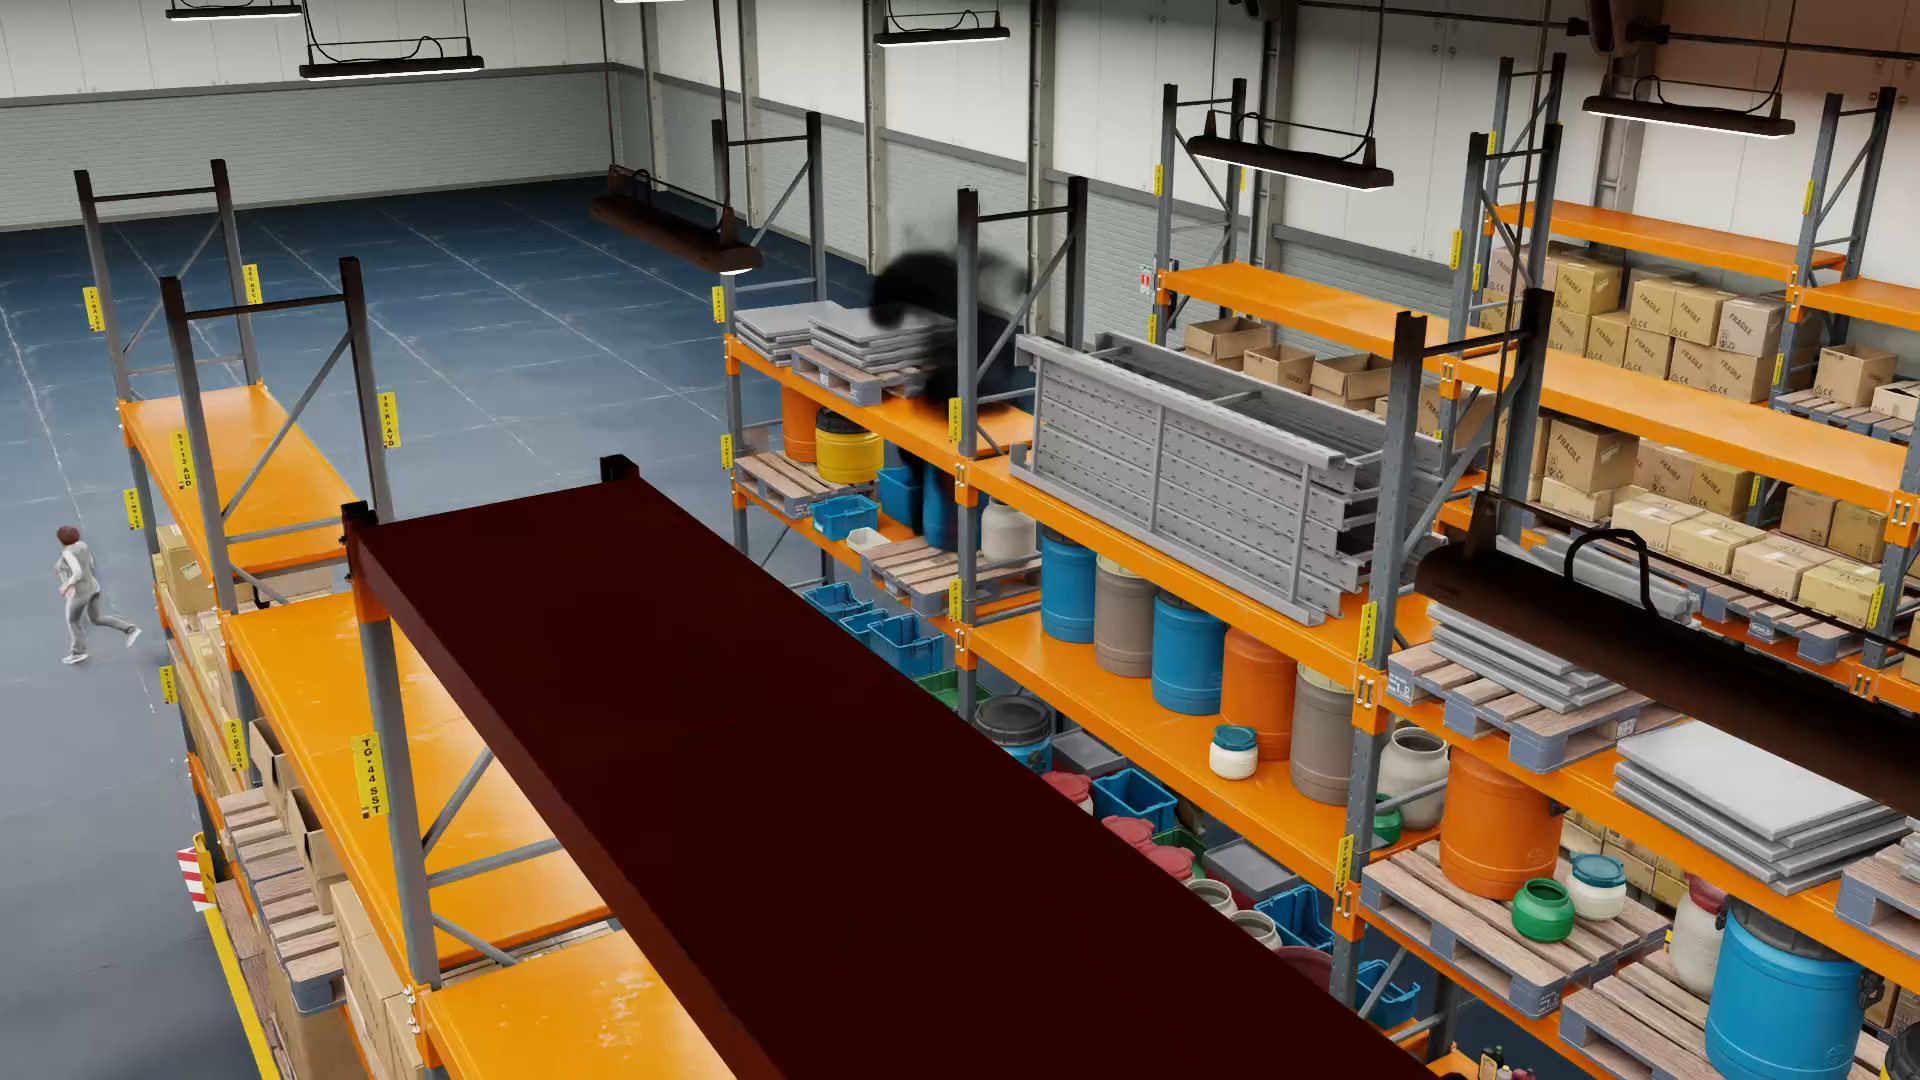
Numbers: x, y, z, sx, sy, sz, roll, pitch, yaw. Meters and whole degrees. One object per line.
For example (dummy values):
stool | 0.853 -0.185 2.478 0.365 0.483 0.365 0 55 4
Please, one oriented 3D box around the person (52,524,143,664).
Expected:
person | -9.337 0.588 17.811 0.860 1.598 0.550 0 22 1

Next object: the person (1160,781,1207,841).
person | 1.929 1.799 13.812 0.746 1.749 0.600 -12 25 -28
